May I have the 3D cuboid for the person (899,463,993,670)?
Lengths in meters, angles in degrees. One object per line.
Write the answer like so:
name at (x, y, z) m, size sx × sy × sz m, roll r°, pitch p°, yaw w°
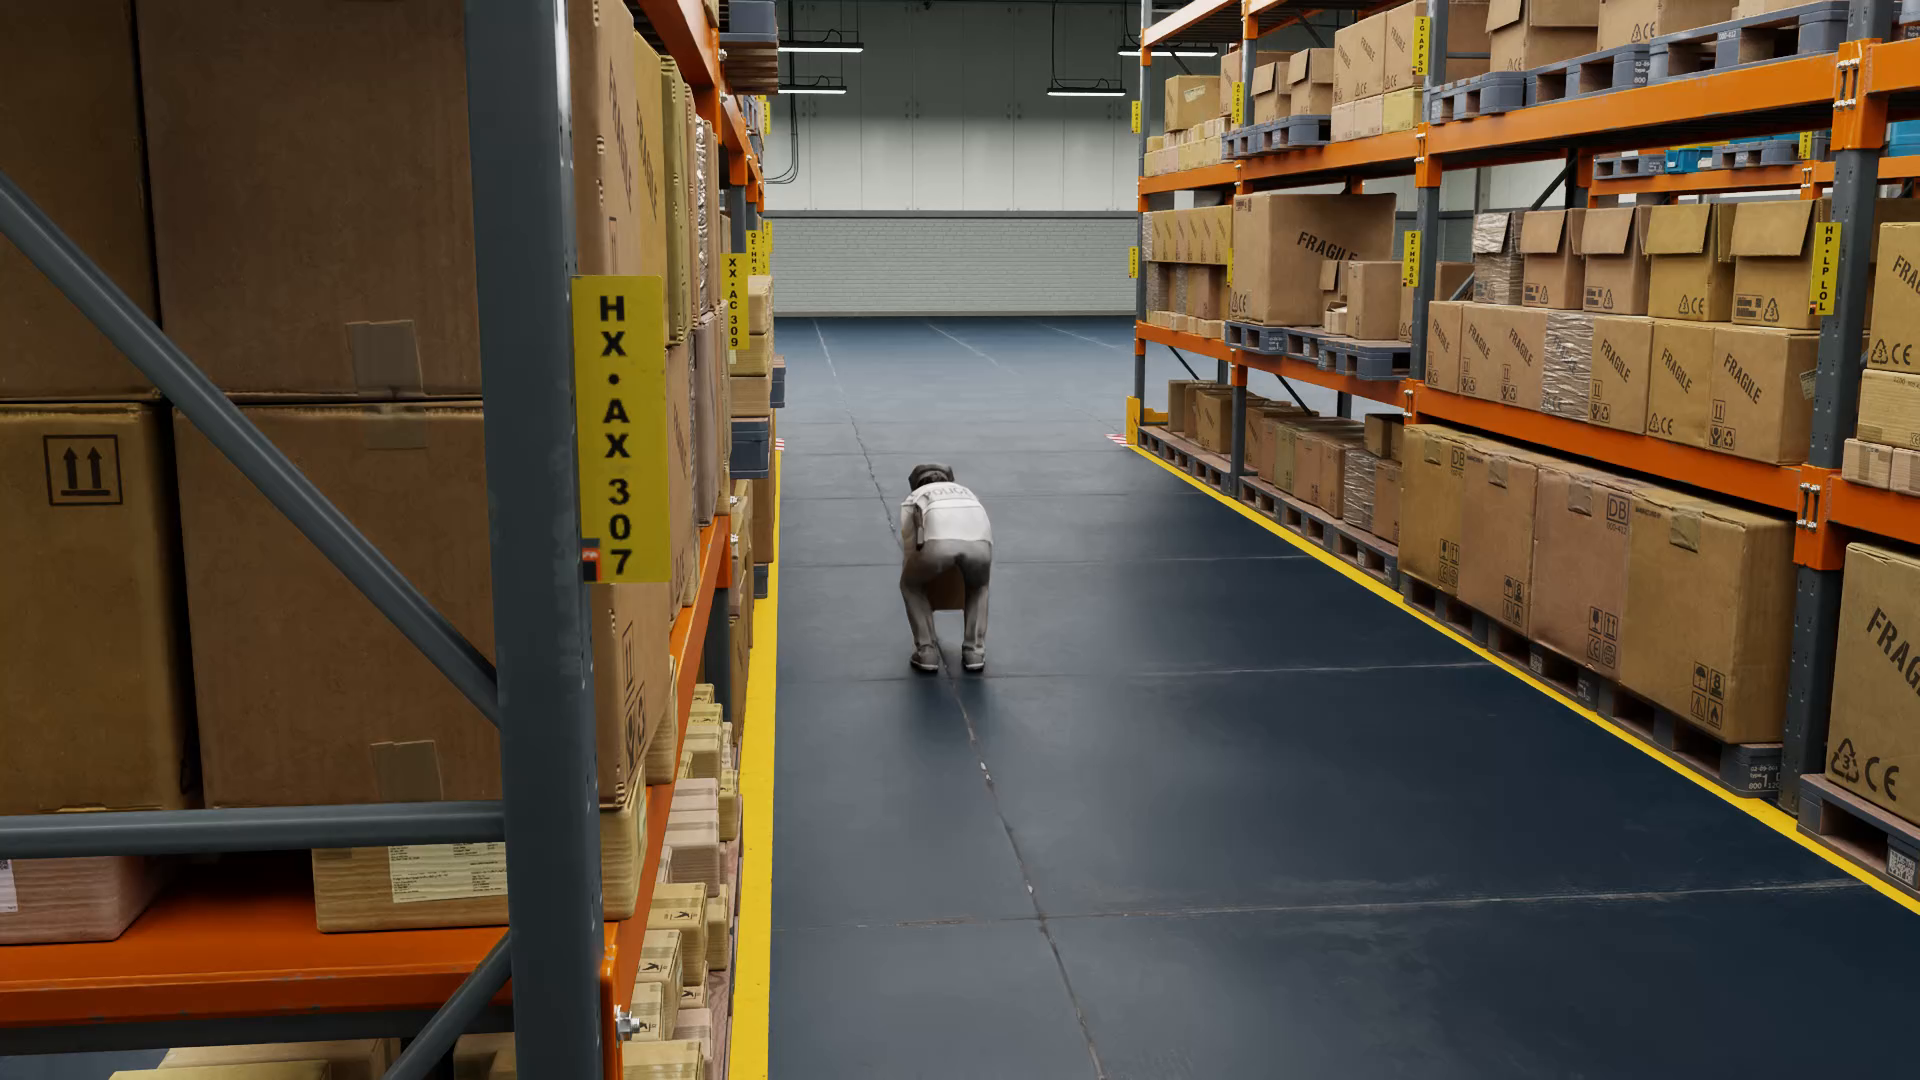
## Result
person at (-0.083, 0.132, 8.592) m, size 0.467 × 0.991 × 0.917 m, roll -2°, pitch 10°, yaw -9°
